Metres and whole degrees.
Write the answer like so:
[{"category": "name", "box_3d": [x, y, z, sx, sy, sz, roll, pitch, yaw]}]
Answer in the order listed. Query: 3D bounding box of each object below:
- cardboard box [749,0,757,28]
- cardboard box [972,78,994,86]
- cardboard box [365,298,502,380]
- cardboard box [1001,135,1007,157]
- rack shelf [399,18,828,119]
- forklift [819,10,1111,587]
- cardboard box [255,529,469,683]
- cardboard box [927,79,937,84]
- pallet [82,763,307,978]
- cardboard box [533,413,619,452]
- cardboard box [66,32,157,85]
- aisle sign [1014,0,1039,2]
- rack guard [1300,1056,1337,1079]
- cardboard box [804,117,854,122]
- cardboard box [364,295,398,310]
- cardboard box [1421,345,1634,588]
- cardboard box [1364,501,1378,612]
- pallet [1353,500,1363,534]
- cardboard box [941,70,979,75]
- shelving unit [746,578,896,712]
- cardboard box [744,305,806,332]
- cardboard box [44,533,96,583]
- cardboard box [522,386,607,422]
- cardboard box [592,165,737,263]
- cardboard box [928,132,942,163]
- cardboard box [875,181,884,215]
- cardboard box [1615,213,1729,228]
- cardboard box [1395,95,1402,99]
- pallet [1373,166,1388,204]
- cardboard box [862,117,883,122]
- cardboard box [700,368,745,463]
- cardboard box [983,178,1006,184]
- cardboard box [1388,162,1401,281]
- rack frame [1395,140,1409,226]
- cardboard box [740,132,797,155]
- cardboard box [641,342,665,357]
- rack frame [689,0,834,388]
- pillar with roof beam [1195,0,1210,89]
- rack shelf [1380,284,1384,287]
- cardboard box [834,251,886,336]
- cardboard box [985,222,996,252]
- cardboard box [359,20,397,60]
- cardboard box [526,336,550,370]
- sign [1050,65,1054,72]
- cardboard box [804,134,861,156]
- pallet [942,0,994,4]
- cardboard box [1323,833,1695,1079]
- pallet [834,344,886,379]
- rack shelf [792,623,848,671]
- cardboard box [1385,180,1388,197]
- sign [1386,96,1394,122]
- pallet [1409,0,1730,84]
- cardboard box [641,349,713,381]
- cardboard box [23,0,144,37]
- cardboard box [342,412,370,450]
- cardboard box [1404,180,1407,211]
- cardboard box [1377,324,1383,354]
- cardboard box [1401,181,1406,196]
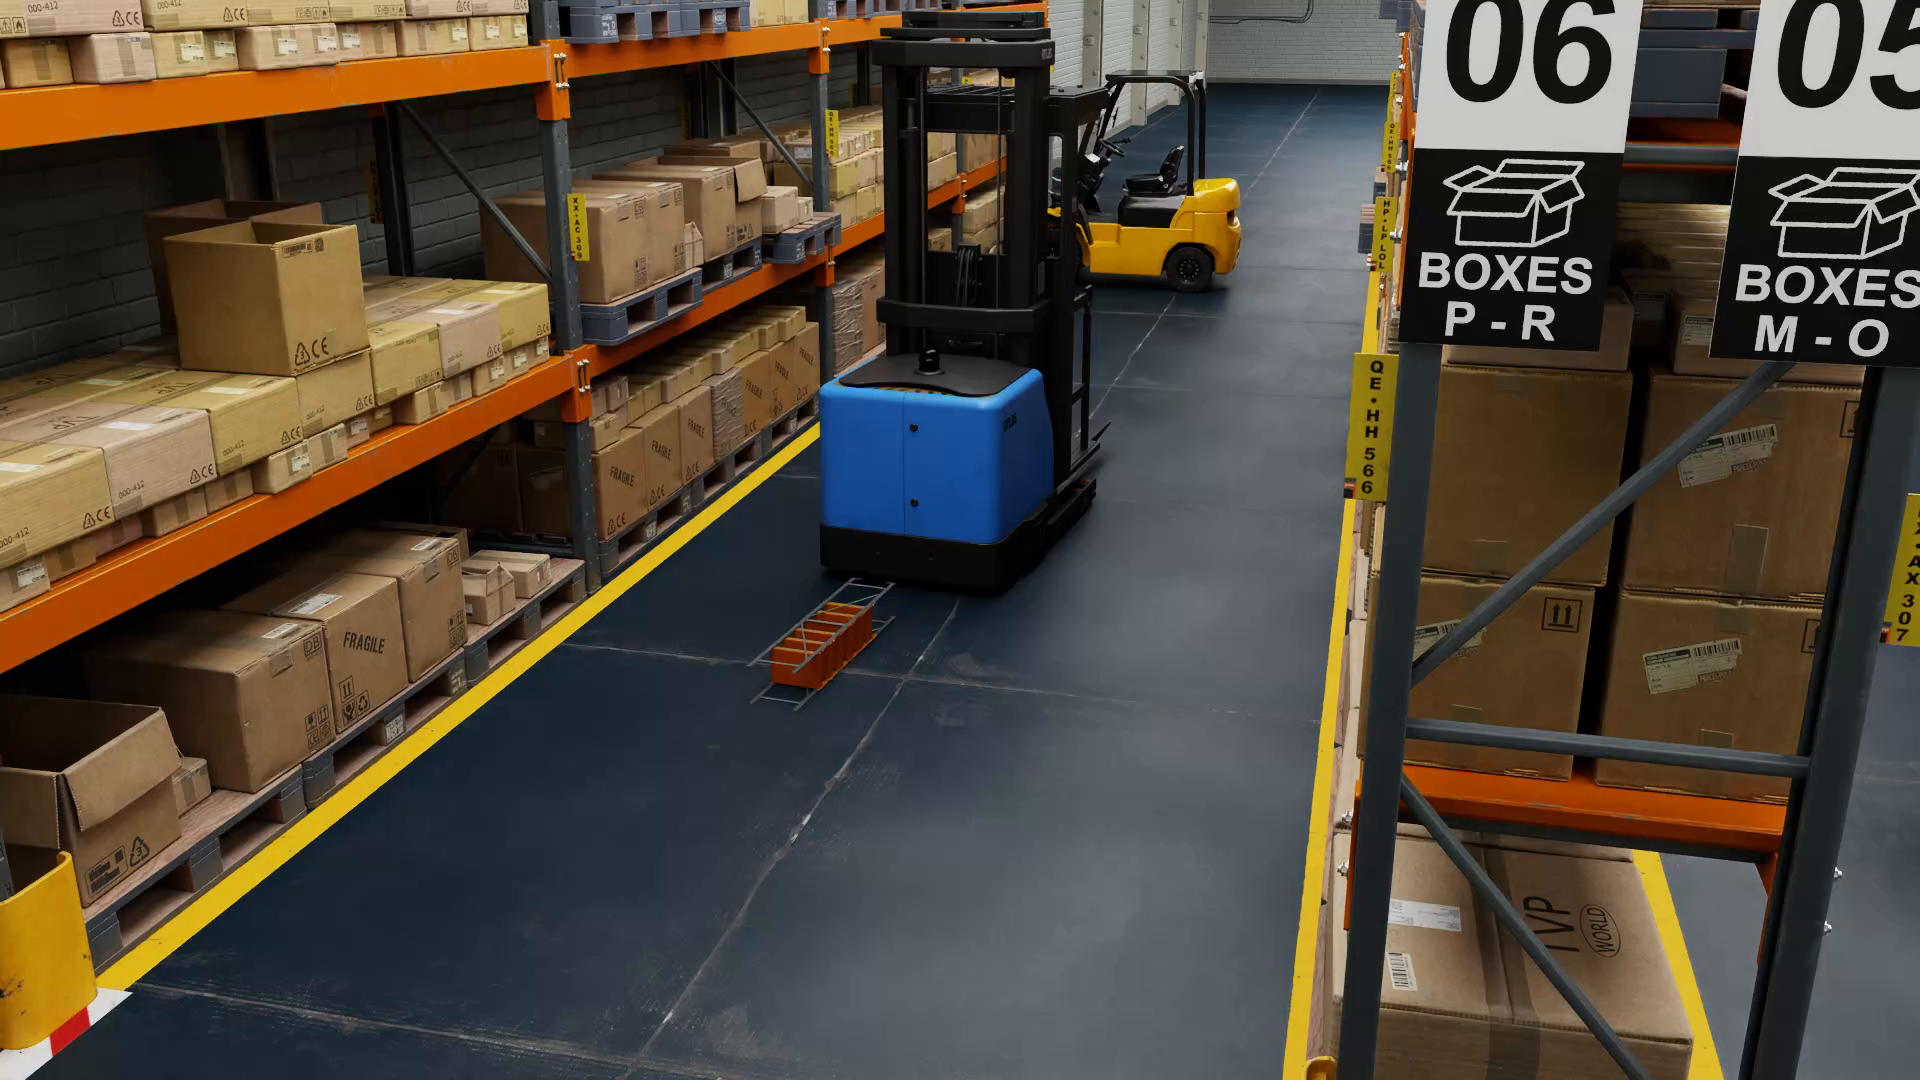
[{"category": "cardboard box", "box_3d": [-1.579, -3.287, 10.261, 0.500, 0.250, 0.500, 5, 19, 13]}, {"category": "cardboard box", "box_3d": [0.136, -4.668, 17.095, 0.380, 0.149, 0.250, 5, 19, 13]}, {"category": "cardboard box", "box_3d": [-2.418, -0.912, 7.488, 0.500, 0.250, 0.500, 5, 19, 14]}, {"category": "cardboard box", "box_3d": [0.271, -4.332, 17.574, 0.500, 0.500, 0.500, 5, 19, 14]}, {"category": "rack shelf", "box_3d": [-1.934, -2.885, 9.966, 1.077, 0.370, 4.000, 5, 19, 13]}, {"category": "forklift", "box_3d": [0.208, -1.577, 9.770, 1.130, 2.935, 3.031, 7, 20, 18]}, {"category": "cardboard box", "box_3d": [-2.658, 0.284, 7.432, 0.700, 0.500, 0.500, 4, 19, 11]}, {"category": "cardboard box", "box_3d": [-0.446, -4.628, 16.978, 0.380, 0.149, 0.250, 4, 19, 12]}, {"category": "pallet", "box_3d": [-3.187, 1.121, 6.081, 1.003, 0.211, 1.213, 5, 19, 13]}, {"category": "cardboard box", "box_3d": [-2.077, -0.593, 8.998, 0.380, 0.149, 0.250, 6, 20, 16]}, {"category": "cardboard box", "box_3d": [-2.818, -1.541, 5.306, 0.380, 0.149, 0.250, 5, 20, 15]}, {"category": "aisle sign", "box_3d": [0.810, -6.168, 19.083, 0.394, 0.787, 0.004, 5, 19, 13]}, {"category": "rack guard", "box_3d": [1.409, 1.656, 4.066, 1.175, 0.500, 0.348, 5, 19, 13]}, {"category": "cardboard box", "box_3d": [-1.124, -3.552, 14.289, 0.380, 0.149, 0.250, 5, 19, 13]}, {"category": "cardboard box", "box_3d": [-2.921, -0.957, 7.621, 0.500, 0.250, 0.500, 4, 19, 13]}, {"category": "cardboard box", "box_3d": [1.301, -0.225, 4.004, 0.500, 0.500, 0.500, 5, 20, 15]}, {"category": "cardboard box", "box_3d": [1.529, -0.072, 5.103, 0.500, 0.500, 0.500, 5, 20, 15]}, {"category": "pallet", "box_3d": [2.803, -0.100, 9.654, 1.003, 0.211, 1.213, 5, 19, 13]}, {"category": "cardboard box", "box_3d": [-0.002, -5.107, 18.381, 0.380, 0.149, 0.250, 5, 19, 14]}, {"category": "shelving unit", "box_3d": [-0.642, 0.481, 7.977, 0.258, 0.189, 1.200, 7, 20, 19]}, {"category": "cardboard box", "box_3d": [-1.320, -1.581, 11.889, 0.380, 0.149, 0.250, 4, 19, 11]}, {"category": "cardboard box", "box_3d": [-3.036, 0.029, 5.351, 0.380, 0.149, 0.250, 5, 20, 15]}, {"category": "cardboard box", "box_3d": [-2.136, -0.739, 8.964, 0.380, 0.149, 0.250, 4, 19, 12]}, {"category": "cardboard box", "box_3d": [-1.769, -1.967, 10.003, 0.700, 0.500, 0.500, 5, 19, 13]}, {"category": "cardboard box", "box_3d": [-0.459, -3.516, 14.800, 0.500, 0.250, 0.500, 4, 19, 12]}, {"category": "cardboard box", "box_3d": [-0.853, -2.801, 13.479, 0.500, 0.250, 0.500, 4, 19, 12]}, {"category": "cardboard box", "box_3d": [2.101, -0.857, 4.850, 0.380, 0.149, 0.250, 5, 19, 14]}, {"category": "cardboard box", "box_3d": [3.832, -3.401, 13.740, 0.500, 0.500, 0.500, 5, 19, 14]}, {"category": "pallet", "box_3d": [4.019, -2.977, 14.059, 1.003, 0.211, 1.213, 5, 19, 13]}, {"category": "cardboard box", "box_3d": [-0.620, -3.513, 14.175, 0.380, 0.149, 0.250, 5, 19, 14]}, {"category": "cardboard box", "box_3d": [-1.707, -0.815, 10.649, 0.500, 0.500, 0.500, 4, 19, 11]}, {"category": "cardboard box", "box_3d": [0.467, -3.823, 18.296, 0.500, 0.250, 0.500, 5, 19, 14]}, {"category": "cardboard box", "box_3d": [2.257, -1.469, 7.645, 0.500, 0.500, 0.500, 5, 20, 15]}, {"category": "rack frame", "box_3d": [2.392, -0.788, 7.355, 1.000, 3.000, 0.127, 5, 19, 13]}, {"category": "cardboard box", "box_3d": [-1.484, -3.072, 12.883, 0.380, 0.149, 0.250, 5, 19, 13]}, {"category": "cardboard box", "box_3d": [-2.139, -1.207, 10.795, 0.380, 0.149, 0.250, 5, 19, 14]}, {"category": "rack frame", "box_3d": [-1.445, -2.433, 12.170, 1.000, 3.000, 0.127, 5, 19, 13]}, {"category": "pillar with roof beam", "box_3d": [10.970, -16.695, 44.644, 9.100, 9.000, 0.400, 5, 19, 13]}, {"category": "rack shelf", "box_3d": [3.858, -2.328, 12.977, 1.077, 0.370, 4.000, 5, 19, 13]}, {"category": "cardboard box", "box_3d": [-0.963, -2.119, 14.274, 0.875, 0.625, 0.625, 4, 19, 11]}, {"category": "cardboard box", "box_3d": [0.071, -3.106, 16.971, 0.500, 0.250, 0.500, 5, 19, 13]}, {"category": "cardboard box", "box_3d": [-2.519, -2.026, 6.725, 0.380, 0.149, 0.250, 5, 20, 15]}, {"category": "cardboard box", "box_3d": [-2.255, -0.940, 8.189, 0.380, 0.149, 0.250, 5, 19, 14]}, {"category": "sign", "box_3d": [1.032, -5.553, 19.147, 0.100, 0.325, 0.005, 5, 19, 13]}, {"category": "cardboard box", "box_3d": [-0.980, -3.030, 12.760, 0.380, 0.149, 0.250, 5, 20, 15]}, {"category": "pallet", "box_3d": [-0.285, -5.334, 16.158, 1.003, 0.211, 1.213, 5, 19, 13]}, {"category": "cardboard box", "box_3d": [1.479, 1.264, 4.659, 0.875, 0.438, 0.875, 4, 19, 12]}, {"category": "pallet", "box_3d": [-1.206, -1.368, 13.367, 1.003, 0.211, 1.213, 5, 19, 13]}, {"category": "rack shelf", "box_3d": [-0.667, 0.504, 7.910, 0.258, 0.180, 0.103, 7, 20, 19]}, {"category": "cardboard box", "box_3d": [3.357, -2.581, 12.343, 0.380, 0.149, 0.250, 5, 19, 14]}, {"category": "sign", "box_3d": [3.818, -3.746, 14.674, 0.100, 0.325, 0.005, 5, 19, 13]}, {"category": "pallet", "box_3d": [1.882, -1.529, 5.020, 1.003, 0.211, 1.213, 5, 19, 13]}, {"category": "cardboard box", "box_3d": [-1.781, -1.094, 10.465, 0.380, 0.149, 0.250, 5, 19, 14]}, {"category": "cardboard box", "box_3d": [-2.922, -1.693, 5.135, 0.500, 0.250, 0.500, 5, 19, 14]}, {"category": "cardboard box", "box_3d": [-2.650, -0.458, 6.777, 0.380, 0.149, 0.250, 5, 19, 13]}, {"category": "cardboard box", "box_3d": [1.781, -1.218, 5.908, 0.380, 0.149, 0.250, 4, 19, 12]}, {"category": "cardboard box", "box_3d": [2.898, -0.746, 9.869, 0.875, 0.875, 0.875, 5, 19, 14]}, {"category": "cardboard box", "box_3d": [2.041, -1.179, 6.796, 0.500, 0.500, 0.500, 5, 19, 14]}]
